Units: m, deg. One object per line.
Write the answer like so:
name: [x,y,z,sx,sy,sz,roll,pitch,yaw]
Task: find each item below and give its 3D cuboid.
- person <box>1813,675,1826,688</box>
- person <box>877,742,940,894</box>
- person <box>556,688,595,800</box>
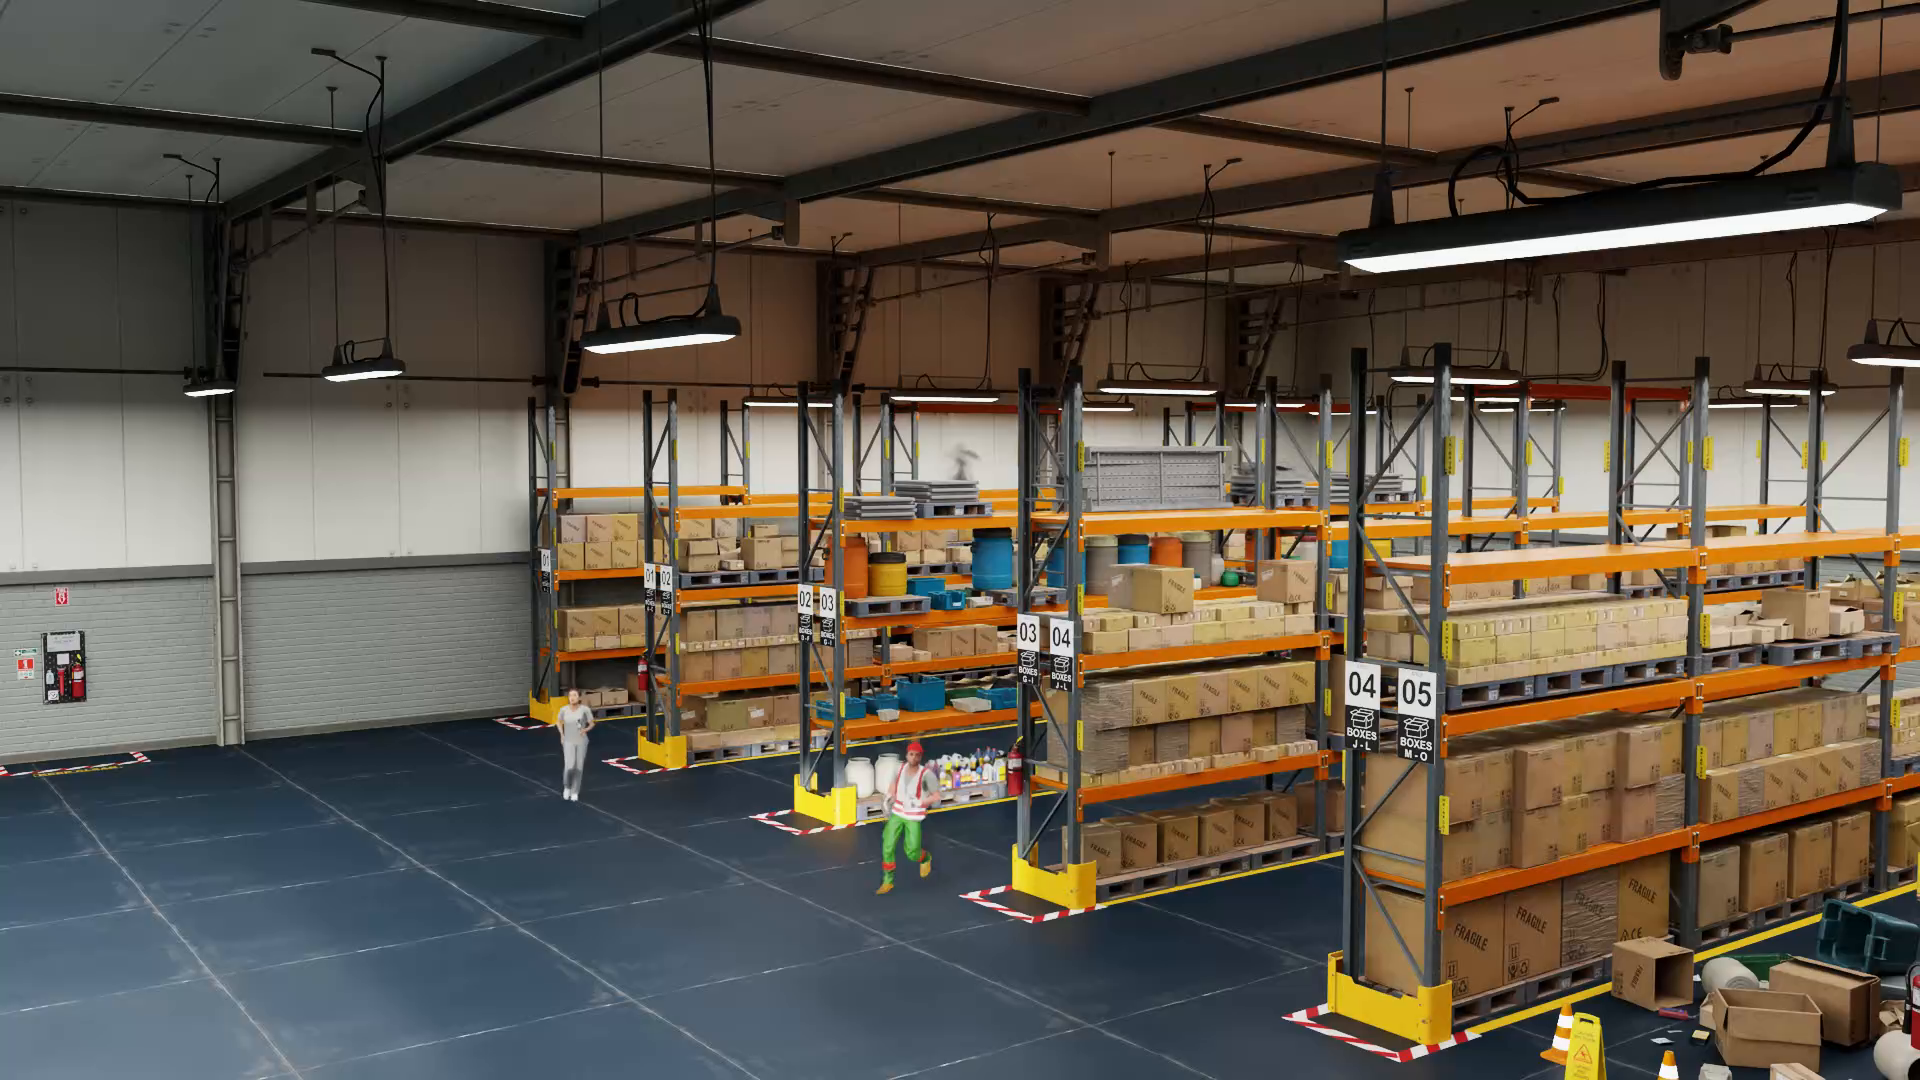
person: [13.100,2.831,25.497,0.587,1.650,0.574,-2,4,-36]
person: [-0.555,3.186,19.212,0.690,1.728,0.762,2,4,26]
person: [-5.504,2.931,23.807,0.548,1.636,0.592,-1,3,-10]
